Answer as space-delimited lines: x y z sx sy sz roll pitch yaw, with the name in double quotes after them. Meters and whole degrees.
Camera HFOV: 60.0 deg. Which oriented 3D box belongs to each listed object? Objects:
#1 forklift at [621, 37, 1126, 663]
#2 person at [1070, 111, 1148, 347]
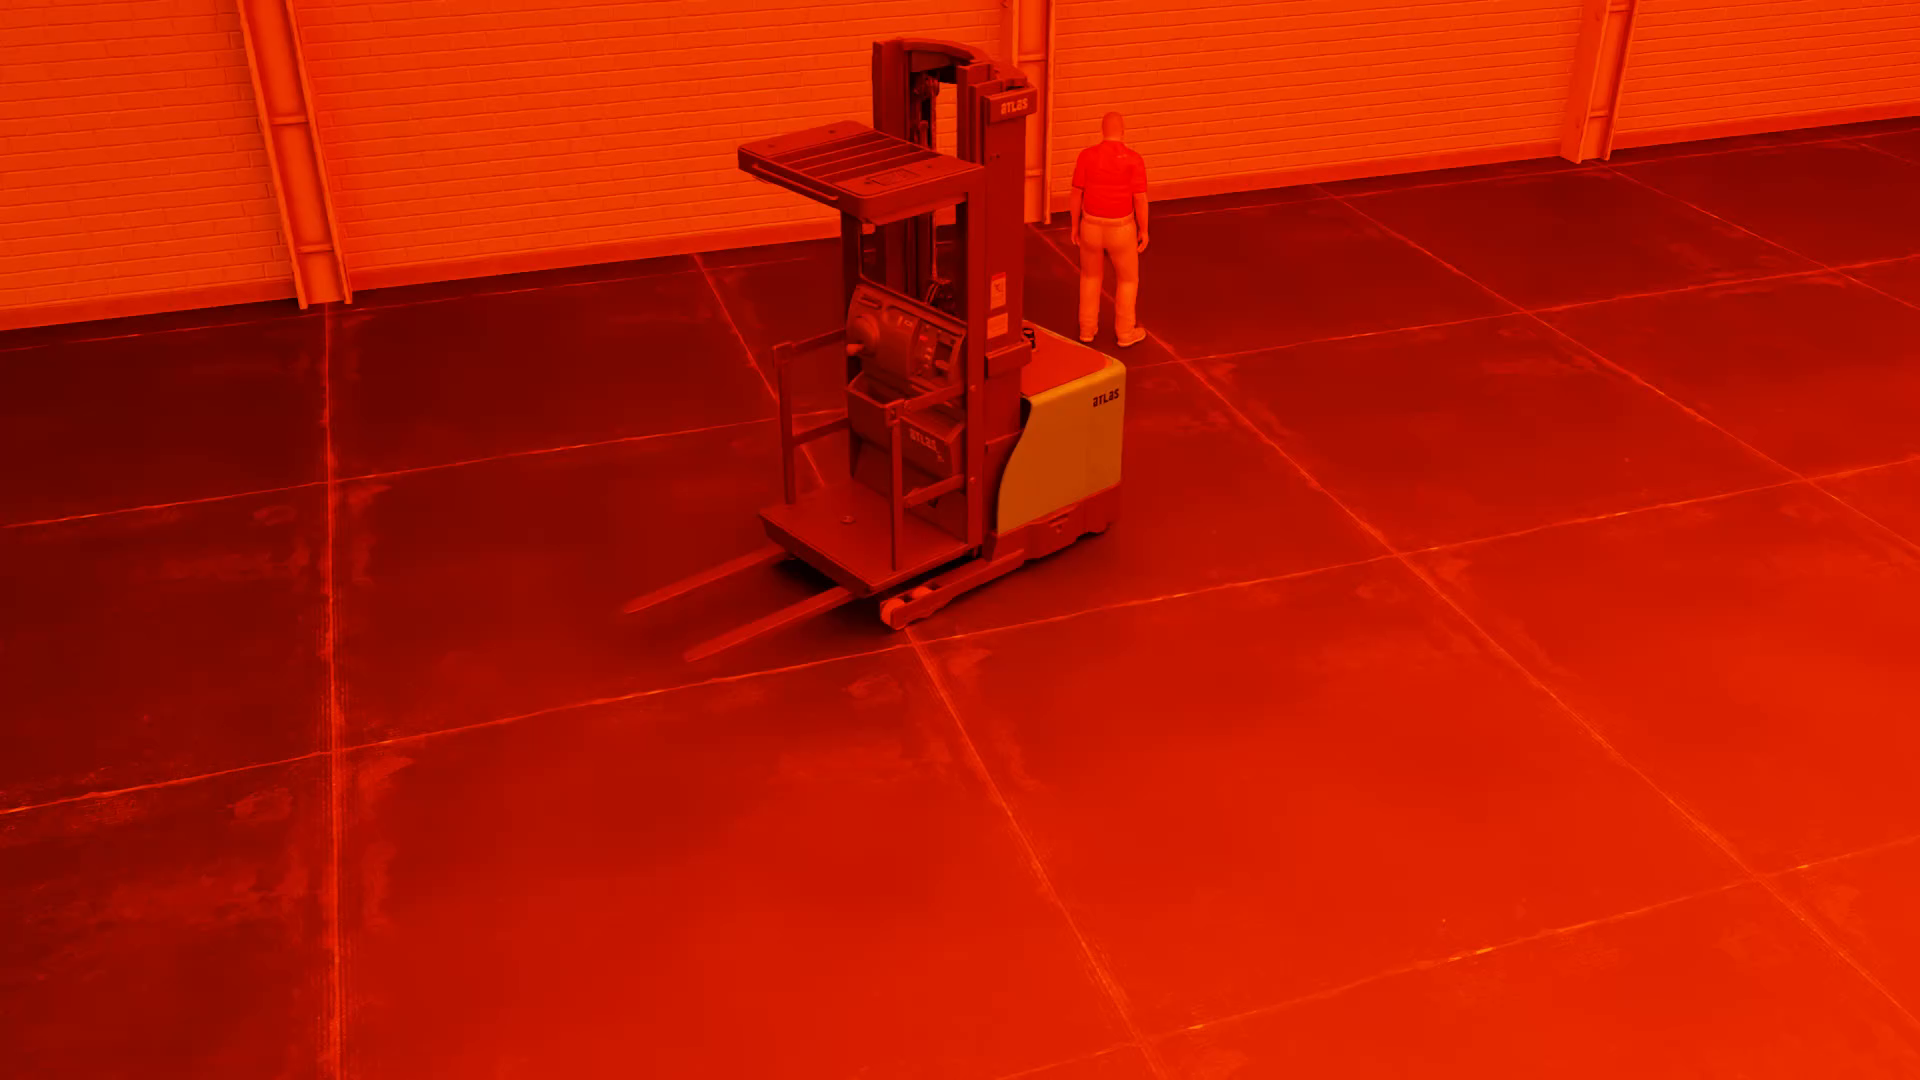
-0.461 -1.072 8.951 3.031 2.935 1.130 -23 37 -34 "forklift"
1.100 -2.282 12.262 0.585 1.725 0.396 10 31 17 "person"
